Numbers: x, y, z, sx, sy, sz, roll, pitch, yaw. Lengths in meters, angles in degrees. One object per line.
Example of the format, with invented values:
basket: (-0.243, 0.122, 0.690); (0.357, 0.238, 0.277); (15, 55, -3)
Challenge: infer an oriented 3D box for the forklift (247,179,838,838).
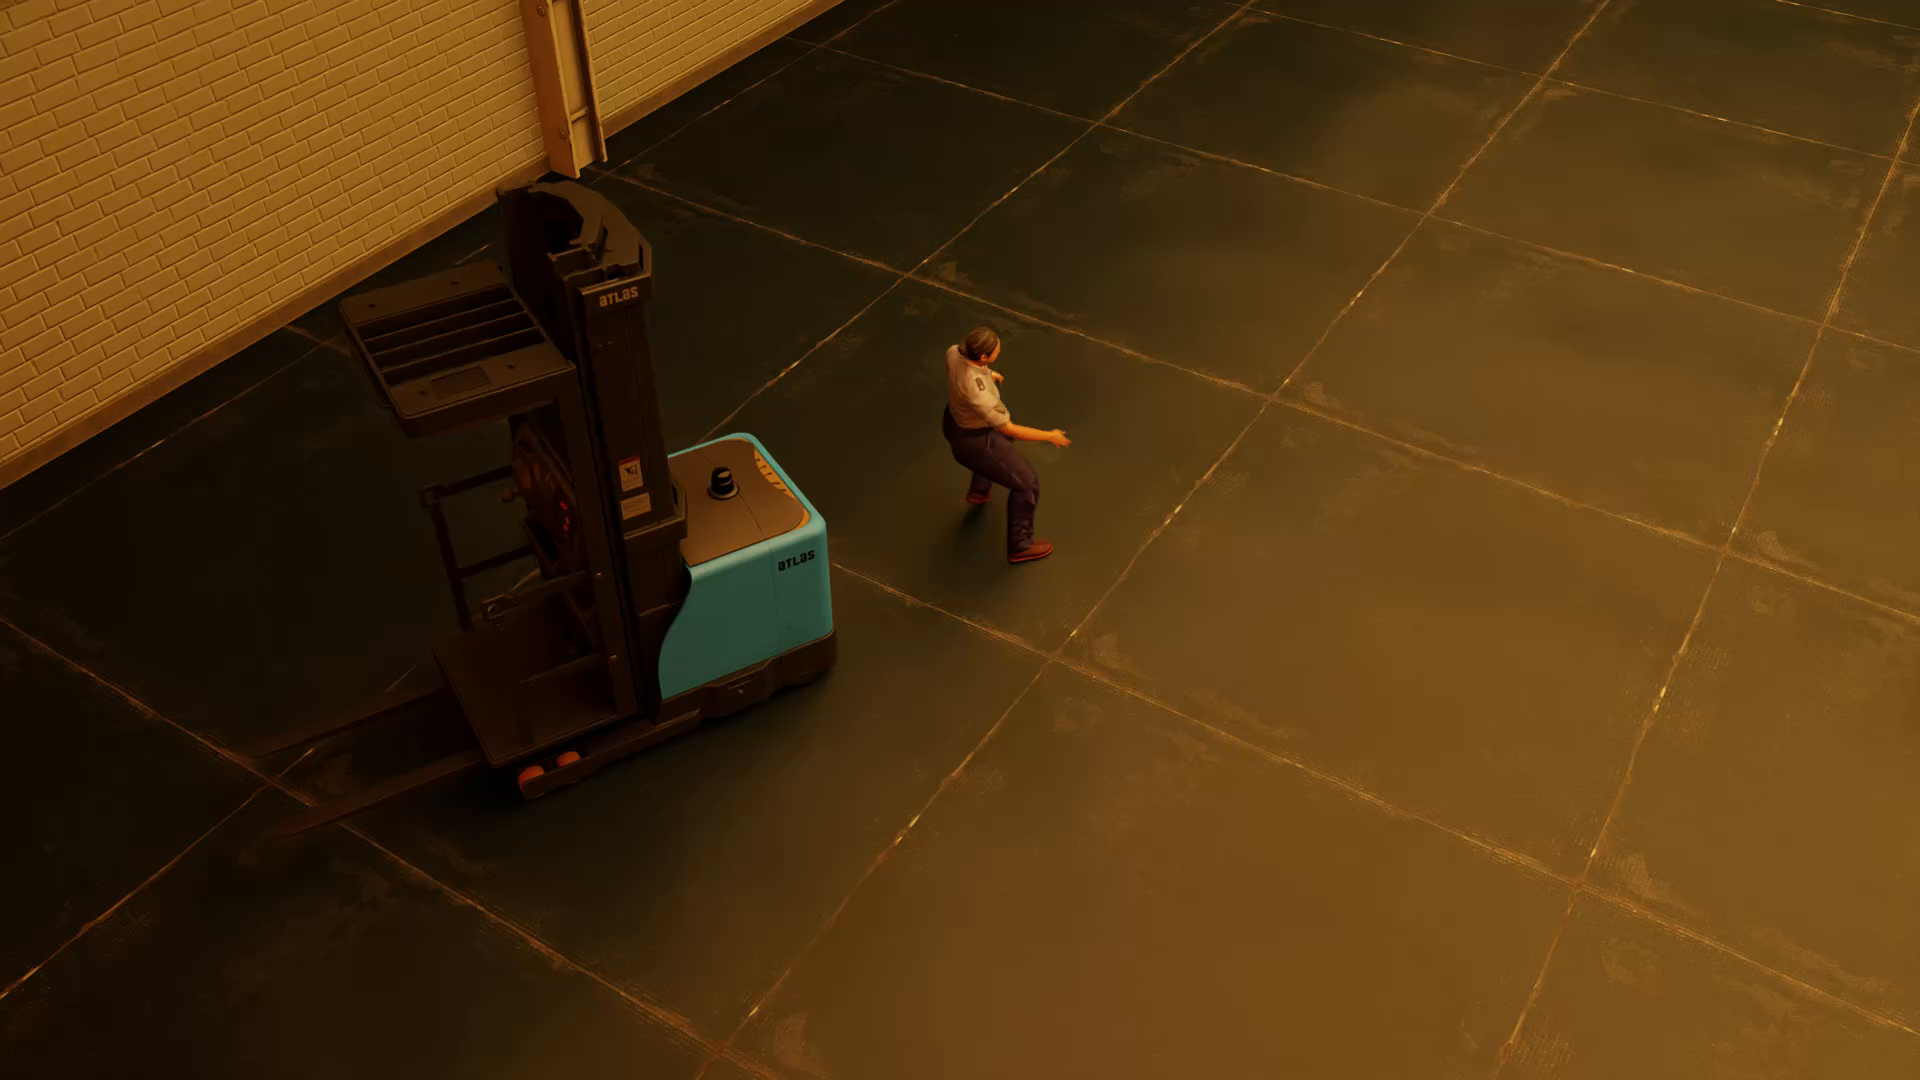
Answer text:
forklift: (-2.219, -0.172, 8.170); (3.031, 2.935, 1.130); (-21, 45, -23)

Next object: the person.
person: (0.241, -0.668, 9.859); (0.629, 1.500, 0.784); (-13, 42, -14)
